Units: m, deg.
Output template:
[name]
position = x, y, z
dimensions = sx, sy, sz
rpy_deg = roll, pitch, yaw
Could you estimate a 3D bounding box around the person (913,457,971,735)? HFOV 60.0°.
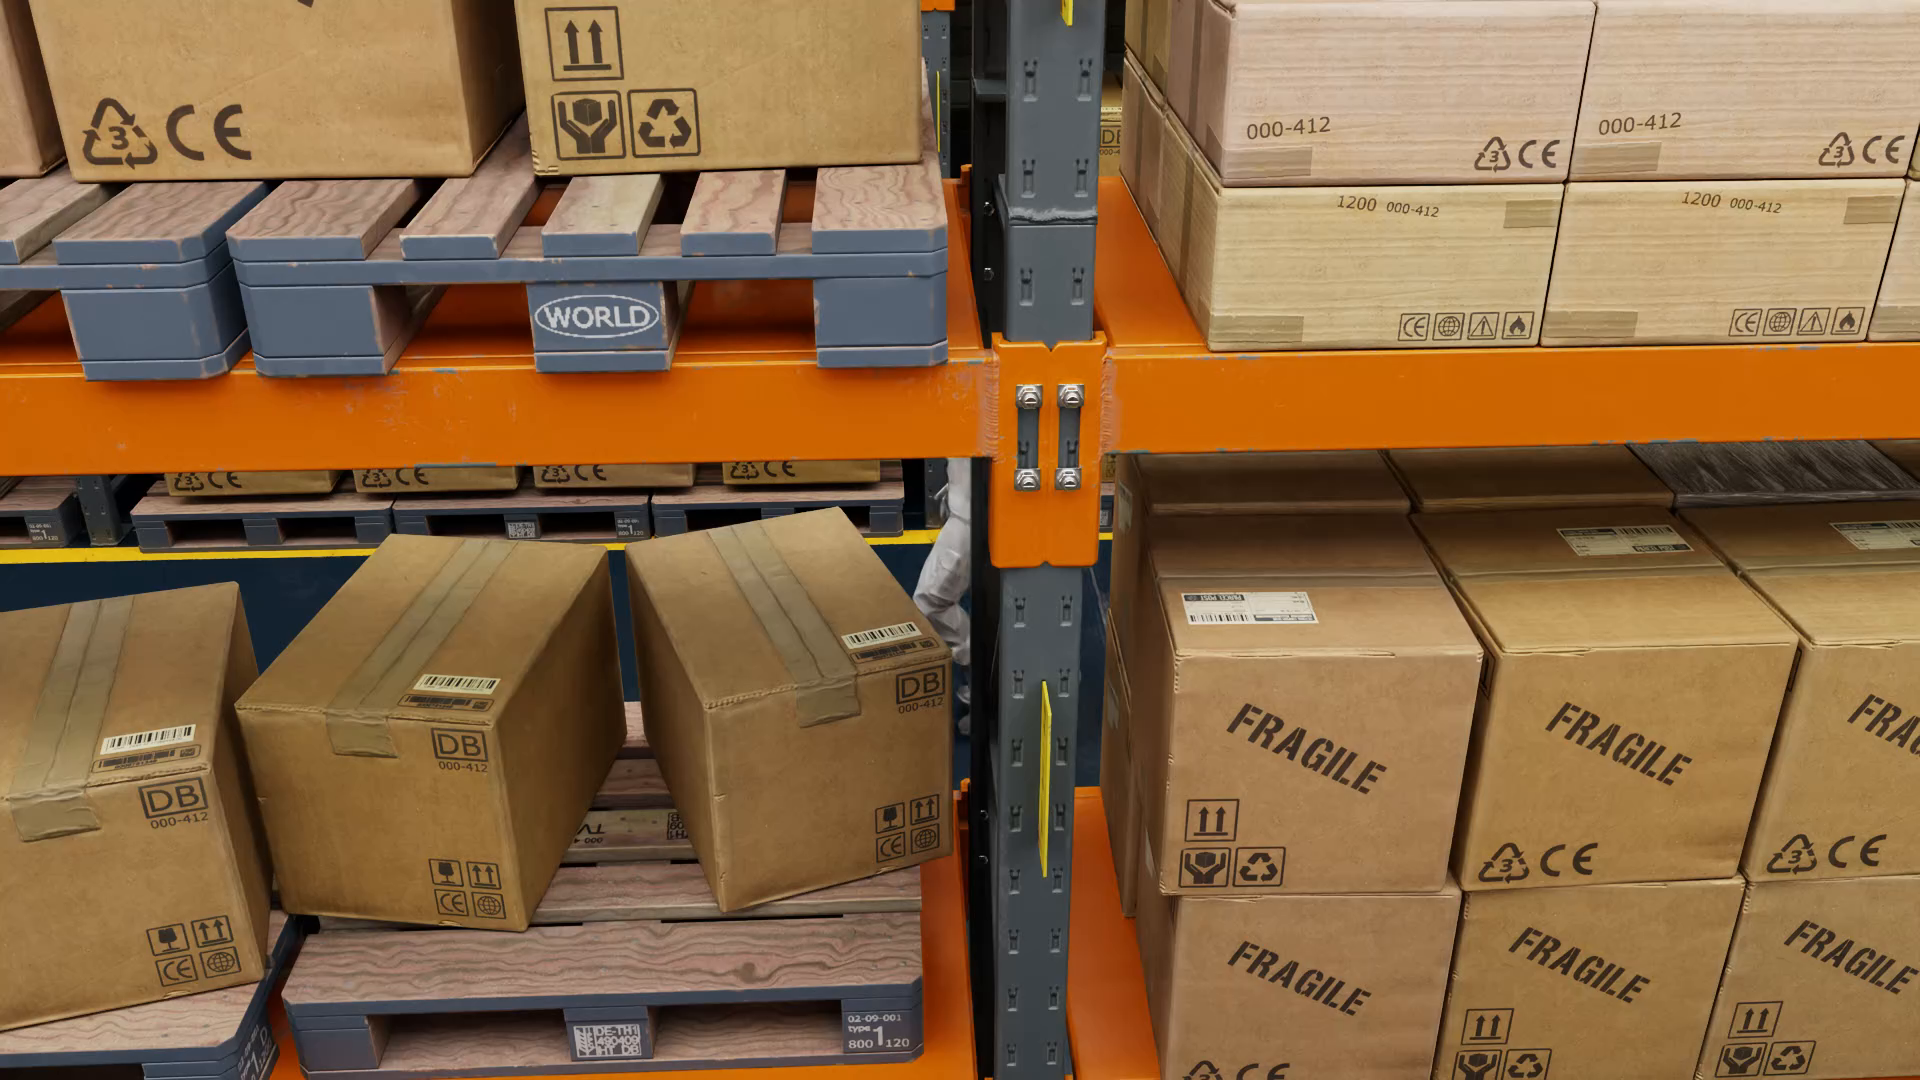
[person]
position = 0.063, -0.102, 6.256
dimensions = 0.449, 1.812, 0.539
rpy_deg = 3, 27, 6
